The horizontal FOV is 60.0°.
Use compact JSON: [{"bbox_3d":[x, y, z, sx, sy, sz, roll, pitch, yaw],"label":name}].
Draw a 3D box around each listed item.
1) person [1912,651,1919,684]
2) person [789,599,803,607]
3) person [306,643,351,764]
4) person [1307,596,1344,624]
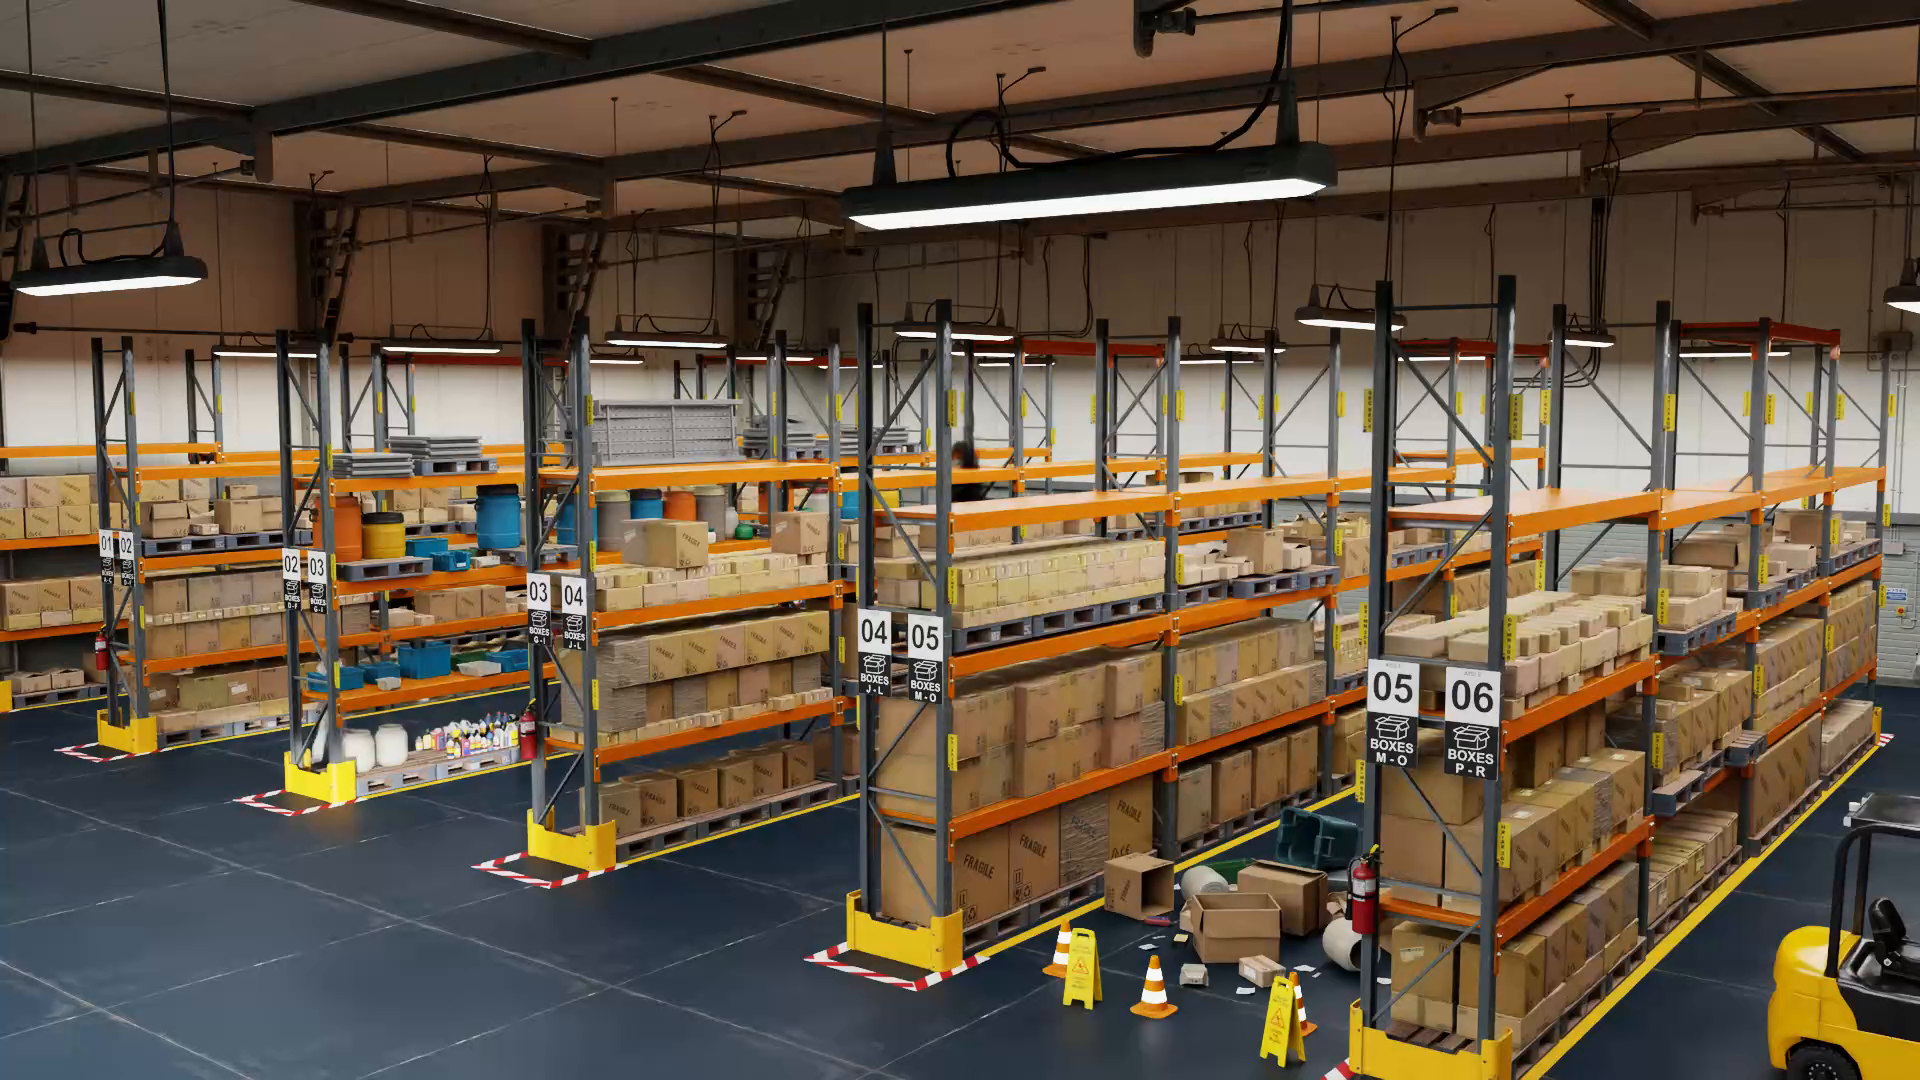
[{"bbox_3d":[14.509,2.148,24.675,0.771,1.747,0.866,0,5,5],"label":"person"},{"bbox_3d":[-3.266,1.460,32.588,0.600,1.699,0.908,3,6,31],"label":"person"},{"bbox_3d":[-8.897,2.275,23.448,0.569,1.647,0.963,3,6,33],"label":"person"},{"bbox_3d":[6.584,1.703,29.911,0.698,1.753,0.790,0,5,1],"label":"person"}]
